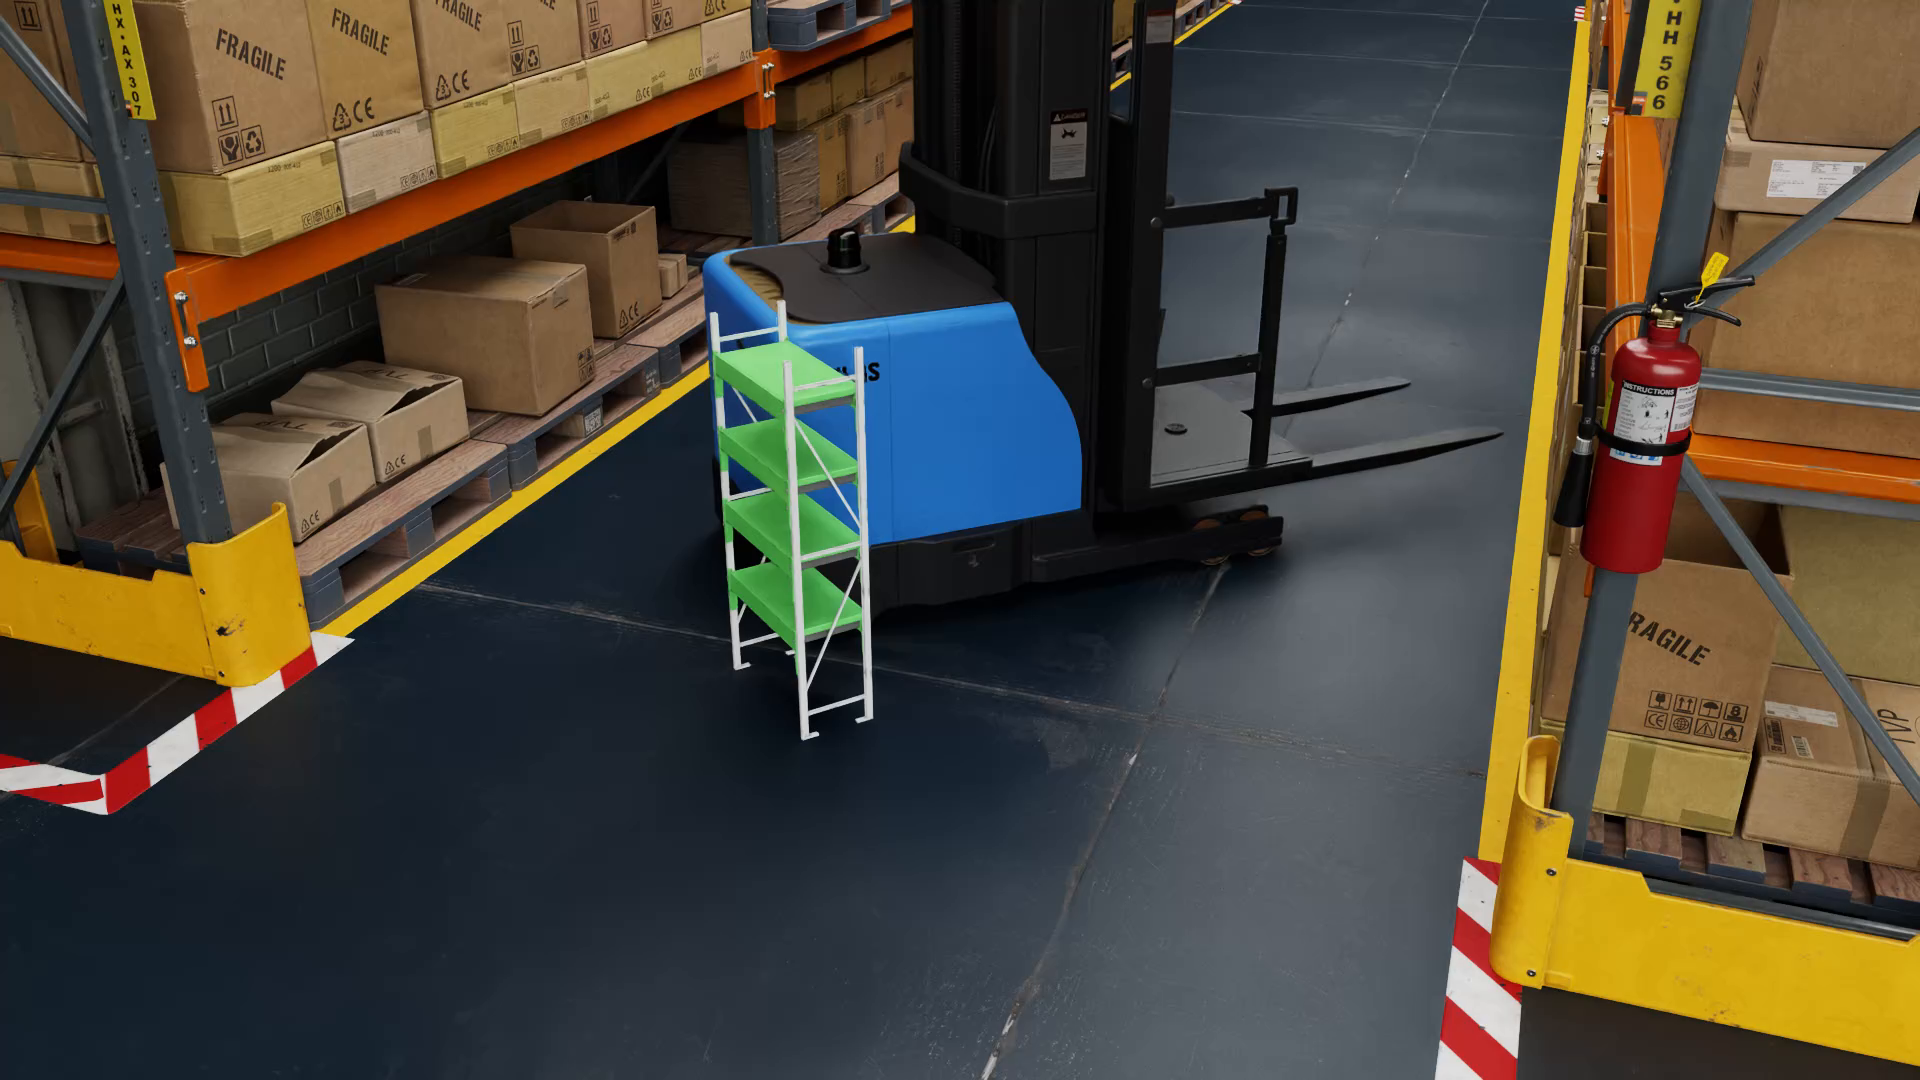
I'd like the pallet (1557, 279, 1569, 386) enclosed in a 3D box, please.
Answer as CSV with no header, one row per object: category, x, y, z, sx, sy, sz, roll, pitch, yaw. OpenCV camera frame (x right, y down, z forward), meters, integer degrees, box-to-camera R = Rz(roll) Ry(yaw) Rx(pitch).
pallet,3.441,-0.978,8.028,1.003,0.211,1.213,9,27,17

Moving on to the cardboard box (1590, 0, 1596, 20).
cardboard box,6.445,-5.223,16.246,0.500,0.250,0.500,9,27,17

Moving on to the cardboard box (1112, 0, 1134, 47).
cardboard box,1.129,-4.865,14.840,0.750,0.750,0.750,9,27,18

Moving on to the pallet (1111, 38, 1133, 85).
pallet,1.037,-4.346,14.984,1.003,0.211,1.213,9,27,17

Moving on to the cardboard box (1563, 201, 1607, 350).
cardboard box,2.783,-1.069,6.828,0.500,0.500,0.500,9,27,17

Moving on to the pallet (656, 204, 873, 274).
pallet,-1.182,-1.707,9.533,1.003,0.211,1.213,9,27,17

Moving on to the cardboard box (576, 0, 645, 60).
cardboard box,-1.644,-2.270,6.785,0.500,0.500,0.500,8,27,16

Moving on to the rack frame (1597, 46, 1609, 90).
rack frame,4.564,-3.569,10.178,1.000,3.000,0.127,9,27,17

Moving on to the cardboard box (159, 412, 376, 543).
cardboard box,-2.456,-0.257,5.919,0.500,0.311,0.500,6,26,12

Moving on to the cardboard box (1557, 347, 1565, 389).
cardboard box,2.793,-0.730,6.988,0.500,0.250,0.500,9,27,17

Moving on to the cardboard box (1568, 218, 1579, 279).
cardboard box,3.437,-1.507,8.593,0.500,0.250,0.500,9,27,19

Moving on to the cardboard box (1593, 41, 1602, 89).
cardboard box,4.826,-3.273,11.931,0.500,0.500,0.500,8,27,16

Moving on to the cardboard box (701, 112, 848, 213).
cardboard box,-1.086,-2.239,9.796,0.700,0.500,0.500,8,27,16

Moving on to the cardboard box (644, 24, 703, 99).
cardboard box,-1.485,-2.141,7.379,0.500,0.250,0.500,9,27,18

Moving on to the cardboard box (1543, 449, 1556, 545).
cardboard box,2.290,-0.114,5.716,0.500,0.250,0.500,9,27,17

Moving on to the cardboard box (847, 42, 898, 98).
cardboard box,-0.714,-2.955,10.415,0.500,0.250,0.500,9,27,17

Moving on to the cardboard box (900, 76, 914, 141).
cardboard box,-0.580,-2.860,11.079,0.700,0.500,0.500,9,27,17

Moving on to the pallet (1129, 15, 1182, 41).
pallet,1.549,-4.975,16.284,1.003,0.211,1.213,9,27,17

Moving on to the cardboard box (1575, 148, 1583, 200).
cardboard box,3.946,-2.141,9.903,0.500,0.250,0.500,8,27,16

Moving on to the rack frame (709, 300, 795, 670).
rack frame,-0.628,-0.148,5.180,0.240,1.200,0.015,-15,30,-28

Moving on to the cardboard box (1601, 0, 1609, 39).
cardboard box,5.005,-3.842,12.247,0.500,0.250,0.500,8,27,16

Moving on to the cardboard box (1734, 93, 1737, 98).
cardboard box,2.020,-1.016,4.046,0.380,0.149,0.250,8,27,17

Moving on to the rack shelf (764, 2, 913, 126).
rack shelf,-0.774,-3.140,10.118,1.077,0.370,4.000,9,27,17

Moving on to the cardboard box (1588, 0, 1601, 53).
cardboard box,5.817,-4.561,14.591,0.500,0.500,0.500,9,27,17

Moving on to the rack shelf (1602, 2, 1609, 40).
rack shelf,5.230,-4.067,12.033,1.077,0.370,4.000,9,27,17

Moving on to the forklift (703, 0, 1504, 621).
forklift,0.643,-1.428,5.836,3.031,2.935,1.130,-10,28,-20

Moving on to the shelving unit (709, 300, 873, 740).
shelving unit,-0.501,-0.058,4.992,0.258,1.200,0.503,-15,30,-28

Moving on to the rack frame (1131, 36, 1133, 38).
rack frame,1.223,-5.929,15.054,1.000,3.000,0.127,9,27,17

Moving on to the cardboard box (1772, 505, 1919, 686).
cardboard box,2.455,0.036,4.546,0.500,0.500,0.500,9,27,17

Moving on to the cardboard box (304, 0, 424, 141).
cardboard box,-2.155,-1.631,5.465,0.500,0.500,0.500,9,27,18

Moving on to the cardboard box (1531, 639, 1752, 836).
cardboard box,1.802,0.504,4.440,0.500,0.250,0.500,9,27,17

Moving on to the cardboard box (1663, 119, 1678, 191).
cardboard box,2.751,-1.363,5.509,0.700,0.500,0.500,9,27,18

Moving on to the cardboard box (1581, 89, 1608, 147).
cardboard box,4.113,-2.600,10.207,0.500,0.311,0.500,10,27,19

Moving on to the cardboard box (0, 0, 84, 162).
cardboard box,-2.814,-1.501,5.198,0.500,0.500,0.500,8,27,17

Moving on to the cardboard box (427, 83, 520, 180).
cardboard box,-1.974,-1.518,6.092,0.500,0.250,0.500,8,27,17

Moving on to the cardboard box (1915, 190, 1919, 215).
cardboard box,2.236,-0.748,3.494,0.380,0.149,0.250,9,27,17

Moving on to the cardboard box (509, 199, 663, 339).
cardboard box,-1.747,-1.282,7.820,0.500,0.500,0.500,7,27,14

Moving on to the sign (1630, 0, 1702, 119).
sign,1.395,-0.993,3.259,0.100,0.325,0.005,9,27,17

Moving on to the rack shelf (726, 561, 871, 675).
rack shelf,-0.501,0.216,5.125,0.258,0.148,0.480,-15,30,-28

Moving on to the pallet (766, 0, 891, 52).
pallet,-1.048,-2.848,8.911,1.003,0.211,1.213,9,27,17

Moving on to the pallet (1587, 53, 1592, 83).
pallet,6.125,-4.239,14.764,1.003,0.211,1.213,9,27,17

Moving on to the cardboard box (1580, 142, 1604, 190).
cardboard box,3.604,-1.962,8.890,0.500,0.311,0.500,8,27,17

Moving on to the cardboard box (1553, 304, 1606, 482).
cardboard box,2.286,-0.452,5.554,0.500,0.500,0.500,9,27,17

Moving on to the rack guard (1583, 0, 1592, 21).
rack guard,7.201,-5.700,17.449,1.175,0.500,0.348,9,27,17

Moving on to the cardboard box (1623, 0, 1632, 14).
cardboard box,4.084,-3.189,9.497,0.500,0.311,0.500,8,27,17
